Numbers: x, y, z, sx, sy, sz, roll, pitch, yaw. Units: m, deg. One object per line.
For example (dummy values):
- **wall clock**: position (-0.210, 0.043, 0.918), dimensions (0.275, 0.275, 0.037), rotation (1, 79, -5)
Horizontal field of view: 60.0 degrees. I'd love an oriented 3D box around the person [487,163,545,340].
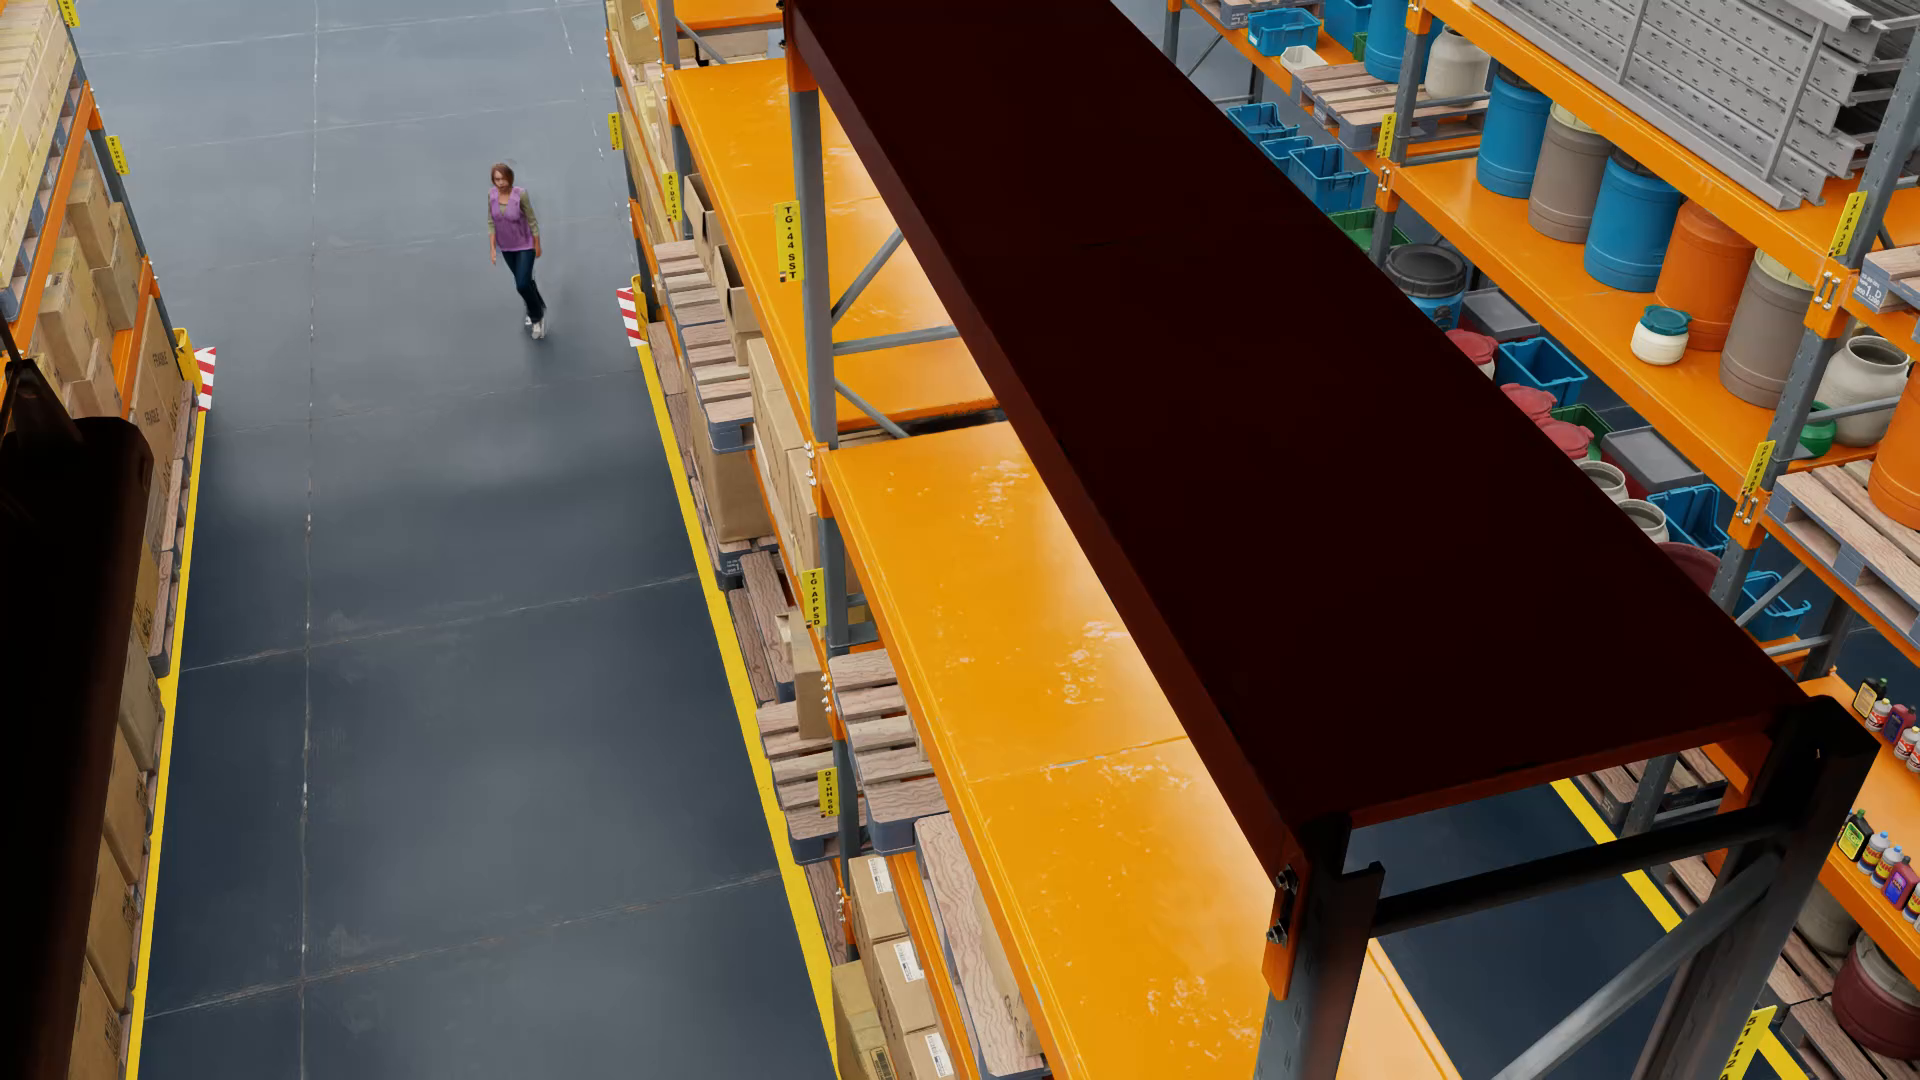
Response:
- **person**: position (-3.951, -2.586, 14.826), dimensions (0.403, 1.638, 0.488), rotation (15, 41, 18)
